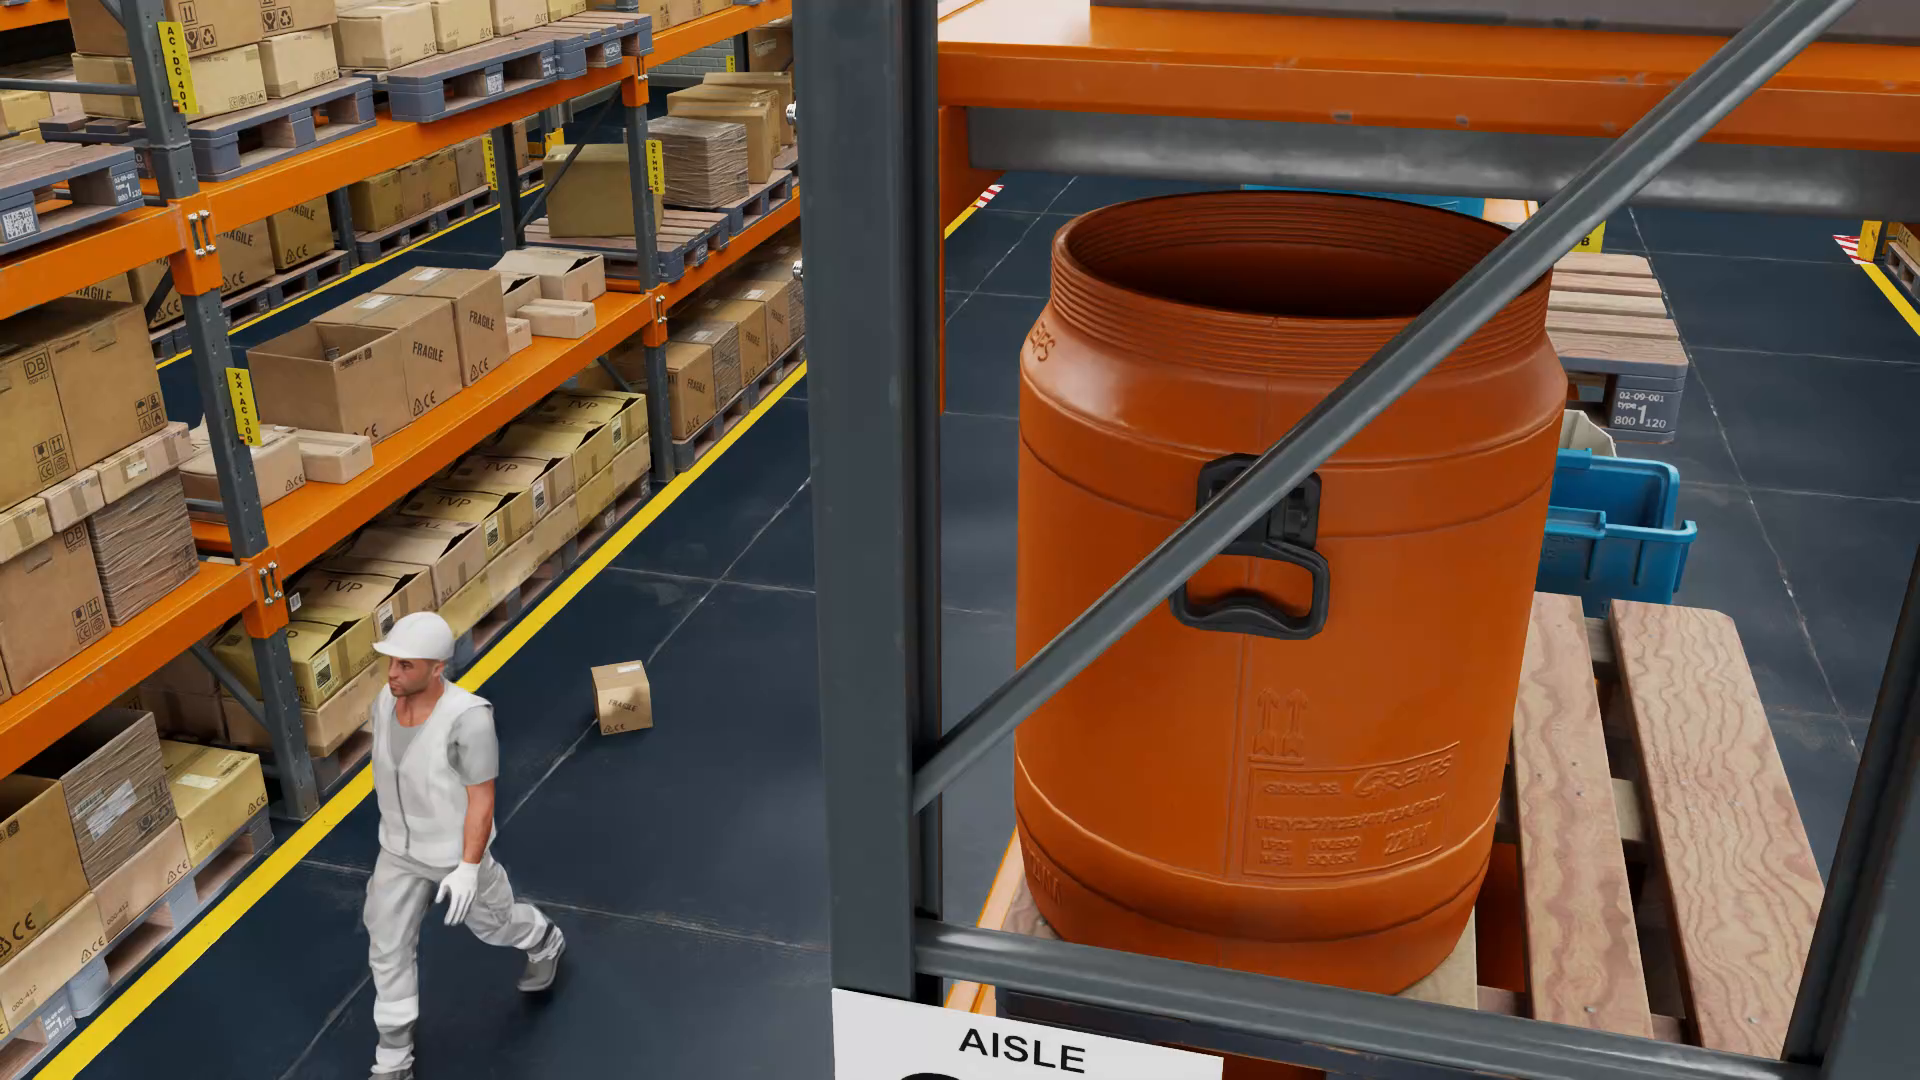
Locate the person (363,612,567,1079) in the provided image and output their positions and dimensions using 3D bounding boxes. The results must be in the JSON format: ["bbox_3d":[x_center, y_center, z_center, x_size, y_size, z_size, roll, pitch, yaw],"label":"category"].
[{"bbox_3d":[-1.825,1.072,5.795,0.533,1.751,1.020,9,27,19],"label":"person"}]
